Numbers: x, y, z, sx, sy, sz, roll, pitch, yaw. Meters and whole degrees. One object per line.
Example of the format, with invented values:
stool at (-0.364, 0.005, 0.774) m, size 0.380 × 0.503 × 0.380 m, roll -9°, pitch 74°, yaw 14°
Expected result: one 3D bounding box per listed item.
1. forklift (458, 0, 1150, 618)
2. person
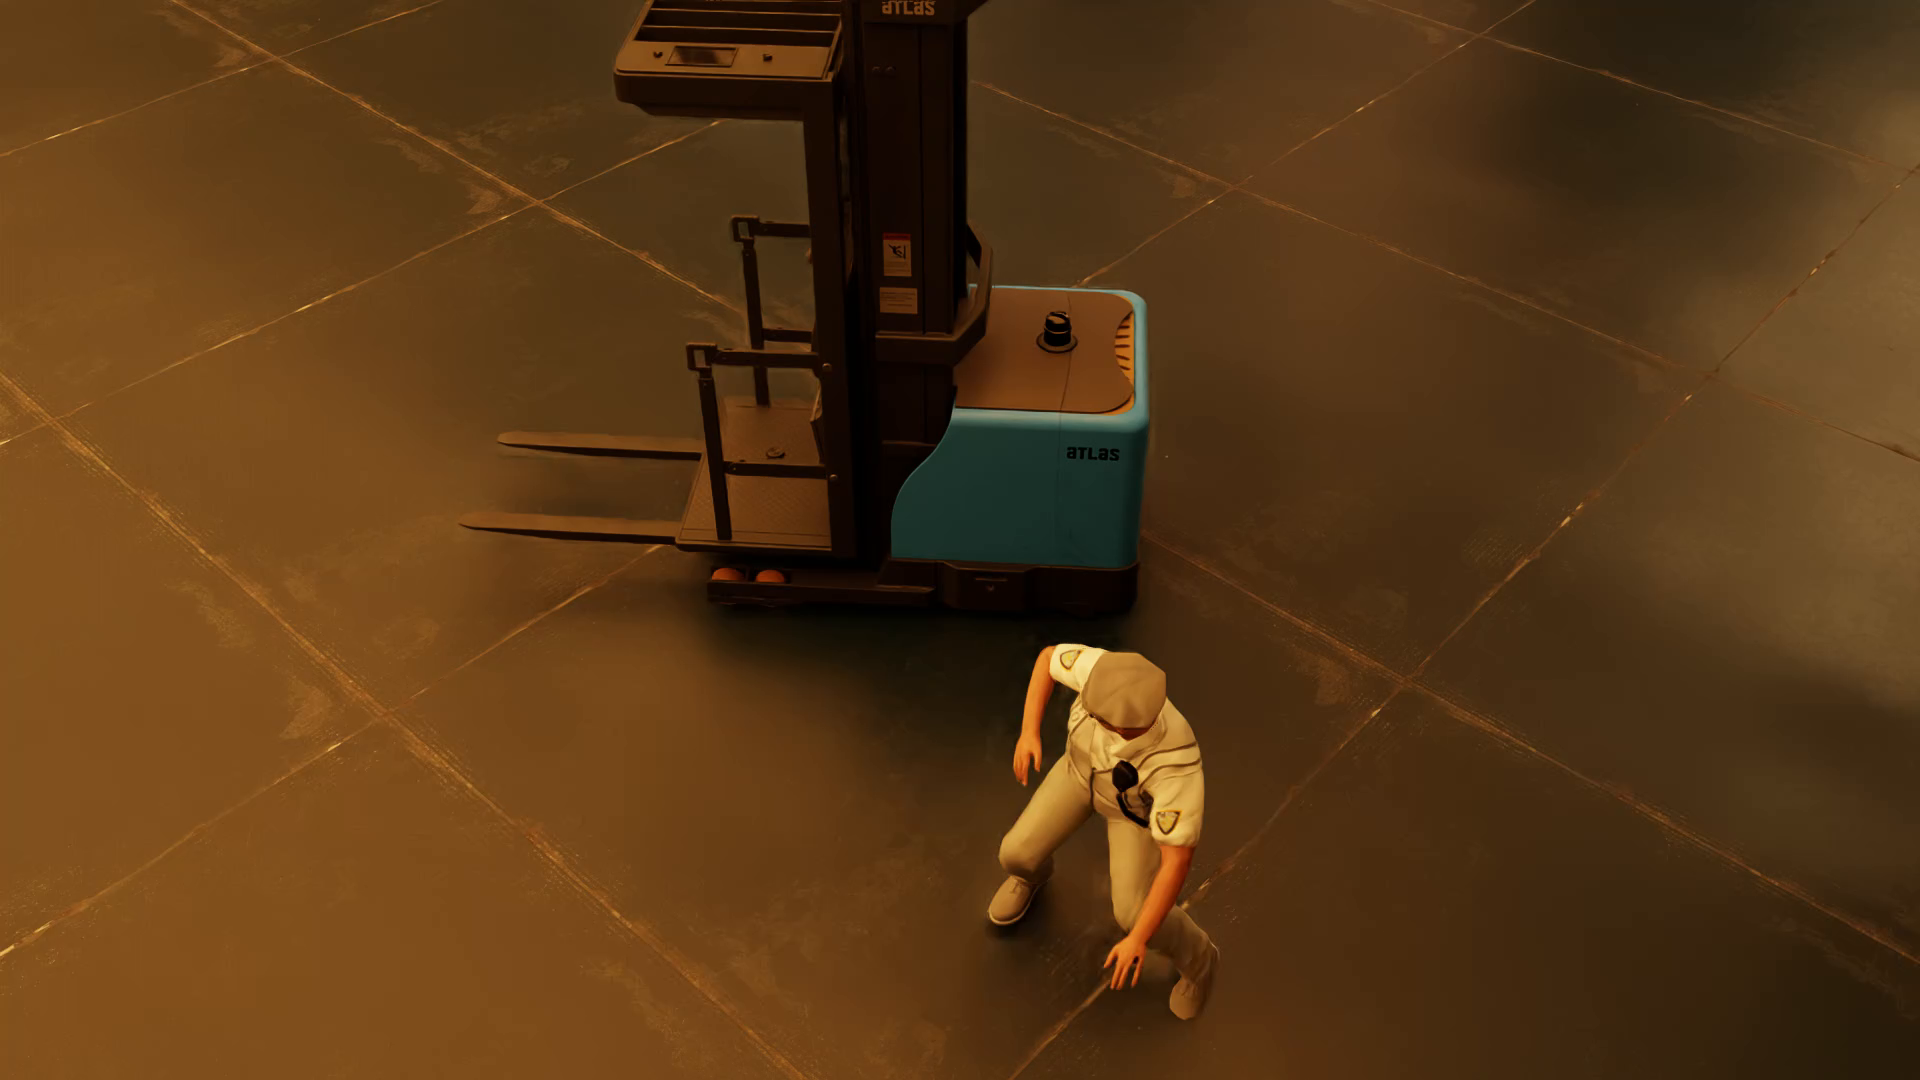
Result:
forklift at (-0.706, -1.157, 6.777) m, size 3.031 × 2.935 × 1.130 m, roll 3°, pitch 41°, yaw 3°
person at (0.486, 0.946, 5.477) m, size 0.840 × 1.547 × 0.878 m, roll 27°, pitch 47°, yaw 28°
